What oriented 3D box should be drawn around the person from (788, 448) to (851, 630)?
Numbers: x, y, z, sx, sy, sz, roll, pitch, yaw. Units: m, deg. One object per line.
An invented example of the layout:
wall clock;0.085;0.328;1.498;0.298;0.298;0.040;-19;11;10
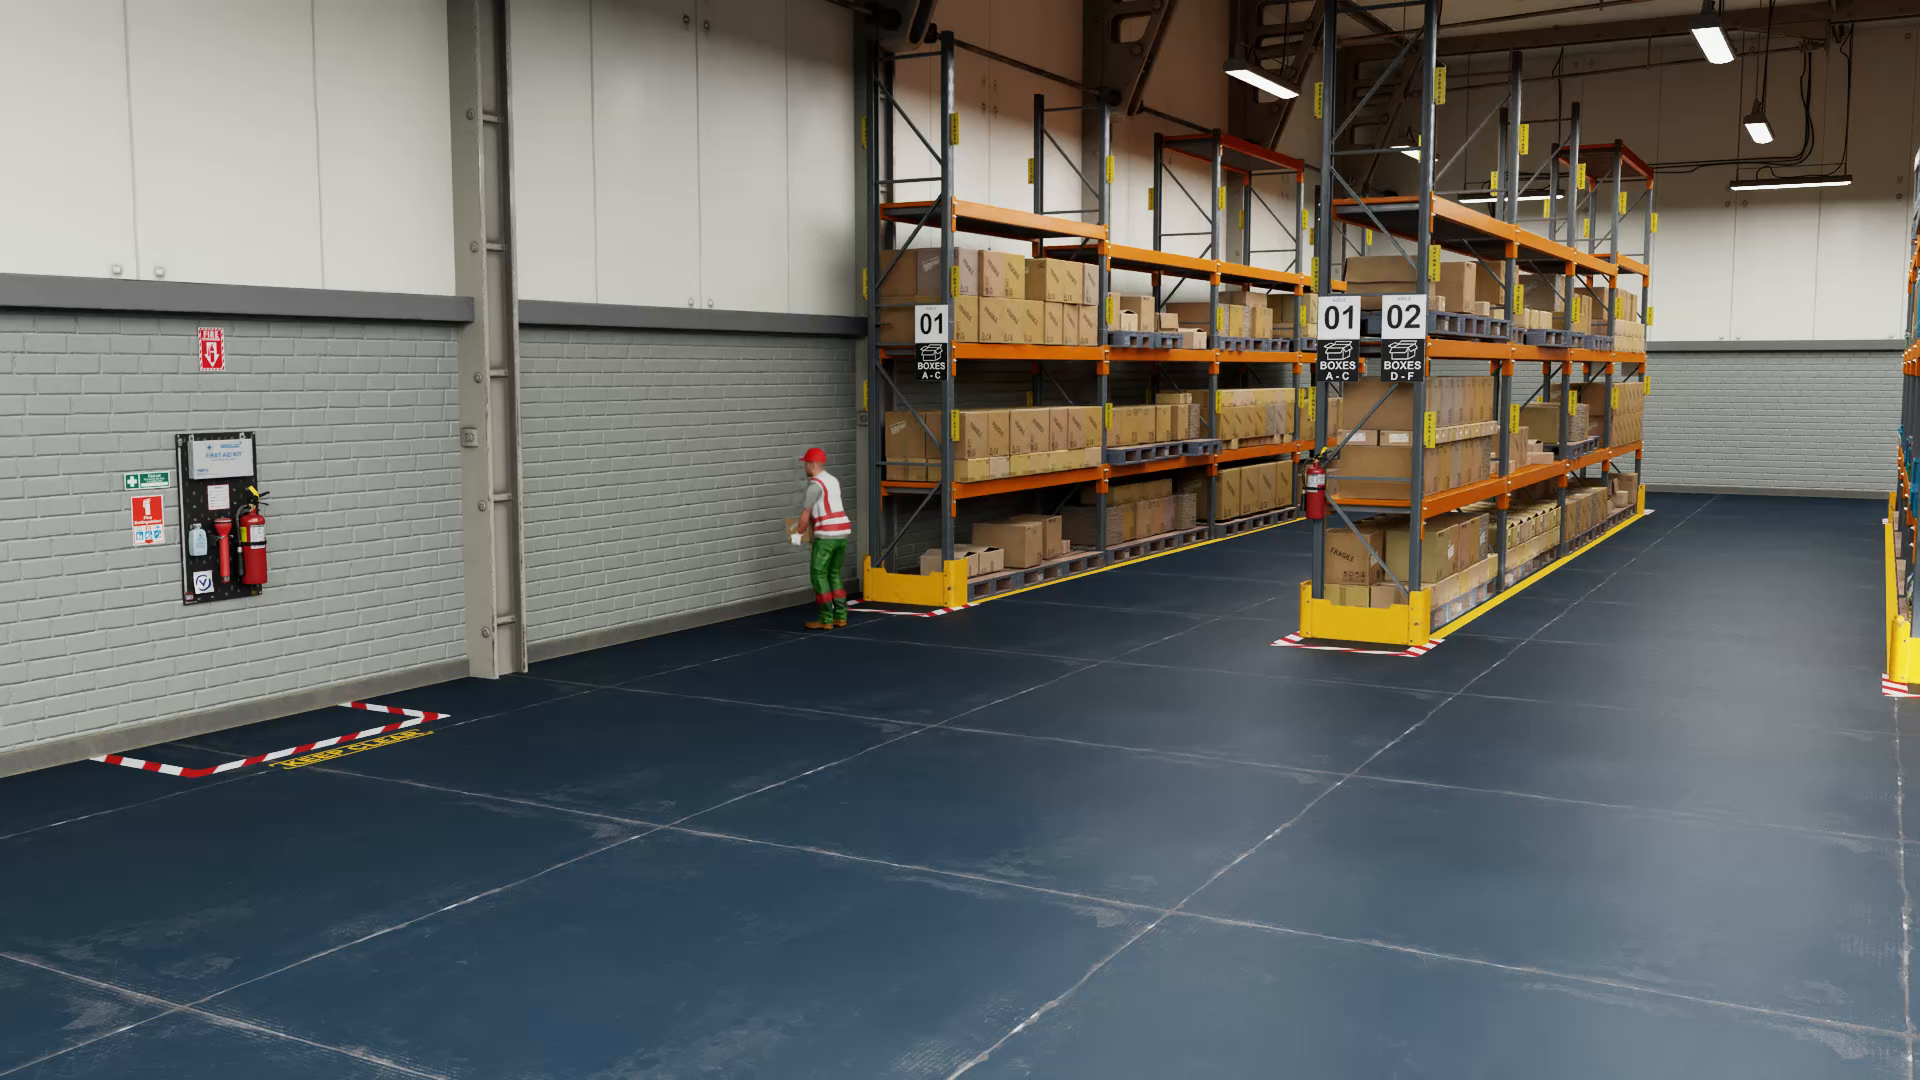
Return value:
person;-1.376;-0.022;16.304;0.583;1.760;0.491;3;7;28
